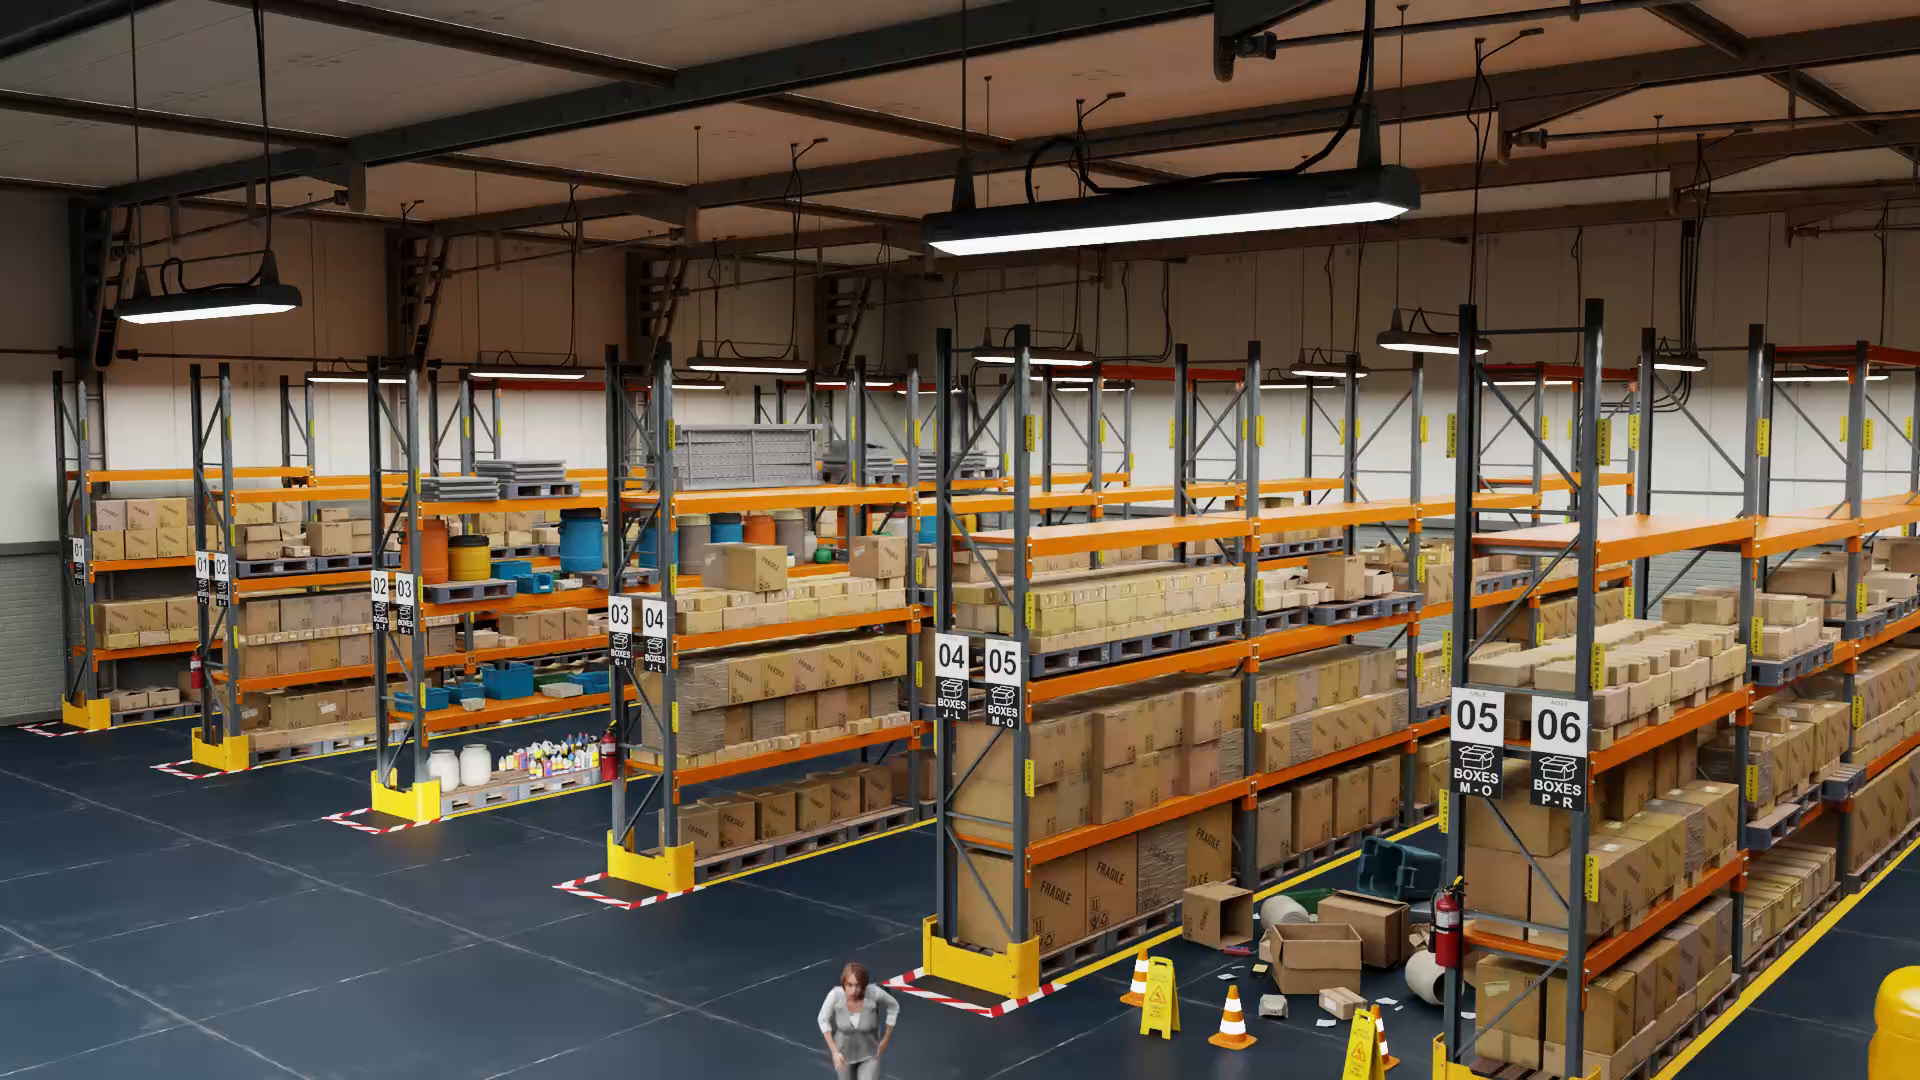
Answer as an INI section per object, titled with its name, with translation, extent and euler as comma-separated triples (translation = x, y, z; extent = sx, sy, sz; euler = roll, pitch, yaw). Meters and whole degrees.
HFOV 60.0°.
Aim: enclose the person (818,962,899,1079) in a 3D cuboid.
[person]
translation = -0.705, 3.587, 11.551
extent = 0.559, 1.549, 0.896
euler = 0, 4, -4
